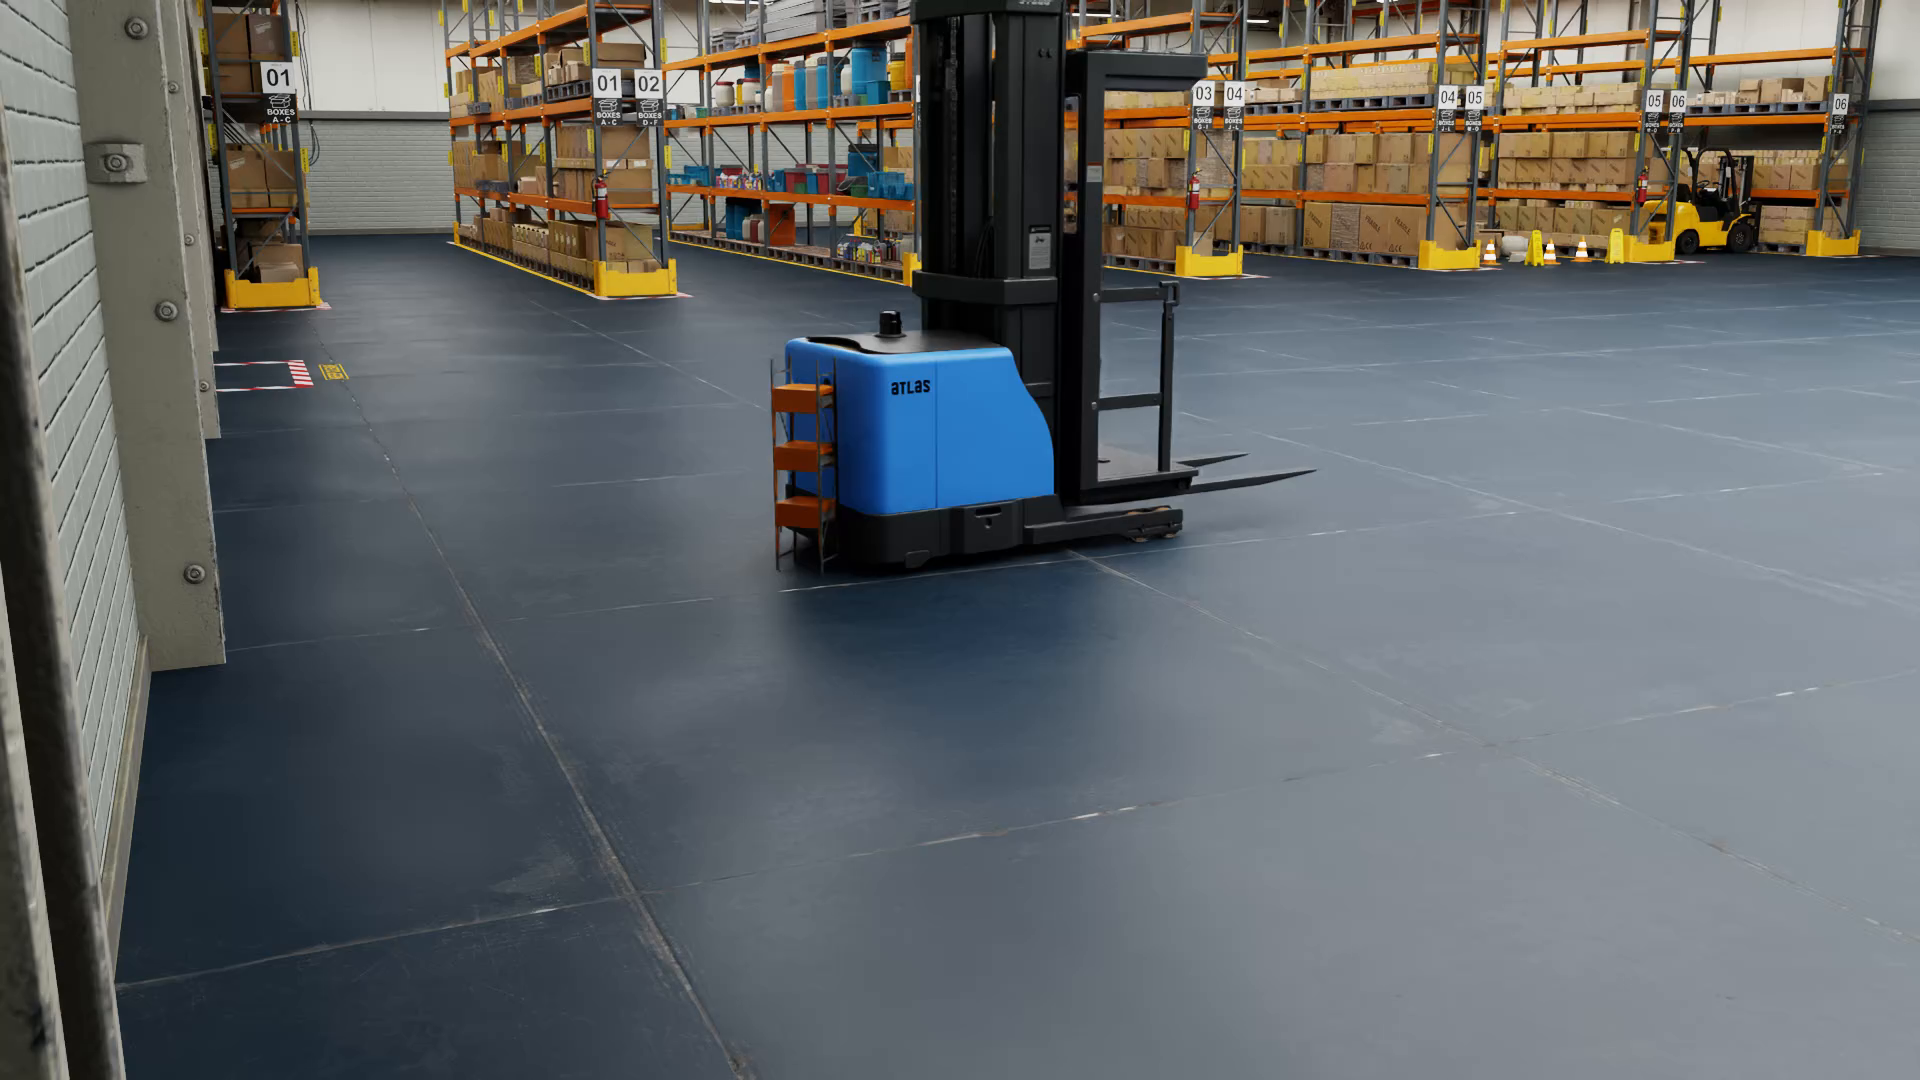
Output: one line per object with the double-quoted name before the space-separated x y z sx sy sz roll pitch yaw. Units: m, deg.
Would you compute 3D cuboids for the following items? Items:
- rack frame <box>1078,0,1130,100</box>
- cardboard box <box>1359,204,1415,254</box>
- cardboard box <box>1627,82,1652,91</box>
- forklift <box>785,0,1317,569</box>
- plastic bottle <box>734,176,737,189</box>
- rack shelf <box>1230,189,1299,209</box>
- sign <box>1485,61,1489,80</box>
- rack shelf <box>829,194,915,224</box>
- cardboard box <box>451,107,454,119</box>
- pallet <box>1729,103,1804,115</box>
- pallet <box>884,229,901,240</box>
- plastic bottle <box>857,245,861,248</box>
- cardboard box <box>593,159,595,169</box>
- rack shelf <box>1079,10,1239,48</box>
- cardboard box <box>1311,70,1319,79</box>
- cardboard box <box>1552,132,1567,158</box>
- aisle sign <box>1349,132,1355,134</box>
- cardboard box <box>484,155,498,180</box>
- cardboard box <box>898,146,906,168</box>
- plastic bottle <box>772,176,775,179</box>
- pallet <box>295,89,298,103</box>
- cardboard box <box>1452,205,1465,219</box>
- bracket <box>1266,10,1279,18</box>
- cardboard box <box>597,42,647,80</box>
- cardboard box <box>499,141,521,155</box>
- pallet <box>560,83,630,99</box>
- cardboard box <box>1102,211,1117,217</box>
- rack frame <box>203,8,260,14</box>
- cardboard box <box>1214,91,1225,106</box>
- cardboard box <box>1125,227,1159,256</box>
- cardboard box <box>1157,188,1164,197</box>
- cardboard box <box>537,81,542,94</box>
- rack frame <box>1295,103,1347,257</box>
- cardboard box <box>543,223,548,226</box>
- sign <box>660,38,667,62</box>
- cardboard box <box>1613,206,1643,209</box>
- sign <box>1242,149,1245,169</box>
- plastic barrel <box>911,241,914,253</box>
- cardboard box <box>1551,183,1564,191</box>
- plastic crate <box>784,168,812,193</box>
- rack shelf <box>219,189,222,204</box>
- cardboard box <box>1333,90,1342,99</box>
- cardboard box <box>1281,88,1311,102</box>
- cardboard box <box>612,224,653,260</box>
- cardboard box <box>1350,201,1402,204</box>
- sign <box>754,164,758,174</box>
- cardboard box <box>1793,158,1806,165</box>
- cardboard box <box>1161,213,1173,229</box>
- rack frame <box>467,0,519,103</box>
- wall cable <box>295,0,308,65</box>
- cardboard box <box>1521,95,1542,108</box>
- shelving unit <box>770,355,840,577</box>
"rack frame" 2.689 -9.734 30.968 1.000 3.000 0.127 -6 14 -23
"cardboard box" 8.190 -5.897 31.476 0.875 0.875 0.875 -6 14 -24
"cardboard box" 12.966 -8.650 31.729 0.380 0.149 0.250 -5 14 -22
"forklift" 0.606 -1.509 8.892 3.031 2.935 1.130 -8 15 -30
"plastic bottle" -4.732 -7.558 35.158 0.097 0.271 0.097 0 13 0
"rack shelf" 6.473 -7.301 35.357 1.077 0.370 4.000 -6 14 -23
"sign" 9.388 -8.386 29.685 0.100 0.325 0.005 -6 14 -23
"rack shelf" -1.048 -5.600 28.008 1.077 0.370 4.000 -6 14 -23
"cardboard box" -11.223 -9.655 37.615 0.500 0.250 0.500 -6 14 -23
"pallet" 17.166 -9.148 35.286 1.003 0.211 1.213 -6 14 -23
"pallet" -1.241 -7.522 40.901 1.003 0.211 1.213 -6 14 -23
"plastic bottle" -1.737 -4.978 28.802 0.097 0.271 0.097 0 13 0
"cardboard box" -5.220 -5.571 24.627 0.380 0.149 0.250 -5 14 -22
"rack shelf" 3.491 -8.968 29.265 1.077 0.370 4.000 -6 14 -23
"cardboard box" 7.109 -9.113 32.574 0.380 0.149 0.250 -5 14 -22
"cardboard box" 12.400 -7.963 33.524 0.700 0.500 0.500 -6 14 -23
"aisle sign" 11.213 -11.888 47.818 0.394 0.787 0.004 -6 14 -23
"cardboard box" -9.275 -7.568 33.766 0.700 0.500 0.500 -3 13 -14
"cardboard box" -1.141 -9.076 39.440 0.500 0.500 0.500 -5 14 -22
"plastic bottle" -3.884 -7.535 35.047 0.152 0.276 0.135 -6 14 -23
"pallet" -11.076 -6.976 26.121 1.213 0.211 1.003 -6 14 -23
"cardboard box" 13.321 -8.565 43.838 0.500 0.500 0.500 -6 14 -24
"bracket" 9.814 -16.492 52.189 0.235 0.232 0.430 -6 14 -23
"cardboard box" -5.013 -6.994 24.313 0.797 0.503 0.637 -5 14 -19
"cardboard box" -9.524 -8.228 35.330 0.500 0.500 0.500 -5 14 -21
"pallet" -5.539 -6.910 25.615 1.003 0.211 1.213 -6 14 -23
"cardboard box" 3.689 -8.046 41.055 0.380 0.149 0.250 -5 14 -21
"rack frame" -14.131 -10.044 32.311 1.000 3.000 0.127 -6 14 -23
"cardboard box" 4.336 -7.496 28.284 0.500 0.250 0.500 -5 14 -21
"cardboard box" 3.370 -5.472 30.475 0.500 0.500 0.500 -7 15 -28
"cardboard box" 3.656 -6.054 28.932 0.380 0.149 0.250 -6 14 -23
"cardboard box" -7.099 -7.910 29.144 0.500 0.250 0.500 -7 15 -28
"rack frame" 7.275 -7.238 33.490 1.000 3.000 0.127 -6 14 -23
"cardboard box" -7.556 -5.795 31.181 0.500 0.311 0.500 -5 14 -21
"sign" -4.276 -7.065 23.977 0.100 0.325 0.005 -6 14 -23
"cardboard box" 15.793 -7.470 38.830 0.875 0.625 0.625 -6 14 -24
"sign" 4.789 -6.455 28.189 0.100 0.325 0.005 -6 14 -23
"plastic barrel" -0.580 -4.659 26.932 0.421 0.512 0.421 0 13 0
"cardboard box" 12.232 -7.175 33.775 0.380 0.149 0.250 -6 14 -23
"plastic crate" -3.084 -6.860 31.714 0.402 0.464 0.583 -6 14 -23
"rack shelf" -14.932 -7.184 34.853 1.077 0.370 4.000 -6 14 -23
"cardboard box" 7.413 -8.567 31.987 0.380 0.149 0.250 -6 14 -24
"cardboard box" 6.845 -9.011 33.679 0.500 0.250 0.500 -5 14 -22
"cardboard box" -5.000 -4.555 25.401 0.500 0.500 0.500 -6 14 -23
"cardboard box" 9.967 -7.852 39.924 0.875 0.875 0.875 -6 14 -23
"sign" -4.549 -8.200 37.035 0.100 0.325 0.005 -6 14 -23
"cardboard box" 17.393 -7.790 34.214 0.380 0.149 0.250 -5 14 -22
"cardboard box" 4.965 -7.271 38.246 0.500 0.500 0.500 -5 14 -21
"rack frame" -9.593 -10.492 34.247 1.000 3.000 0.127 -6 14 -23
"wall cable" -15.193 -13.263 41.906 3.097 2.526 0.112 -6 14 -23
"cardboard box" 11.910 -9.018 34.201 0.500 0.250 0.500 -6 14 -23
"shelving unit" -0.751 -0.363 8.109 0.252 1.050 0.215 5 14 22
